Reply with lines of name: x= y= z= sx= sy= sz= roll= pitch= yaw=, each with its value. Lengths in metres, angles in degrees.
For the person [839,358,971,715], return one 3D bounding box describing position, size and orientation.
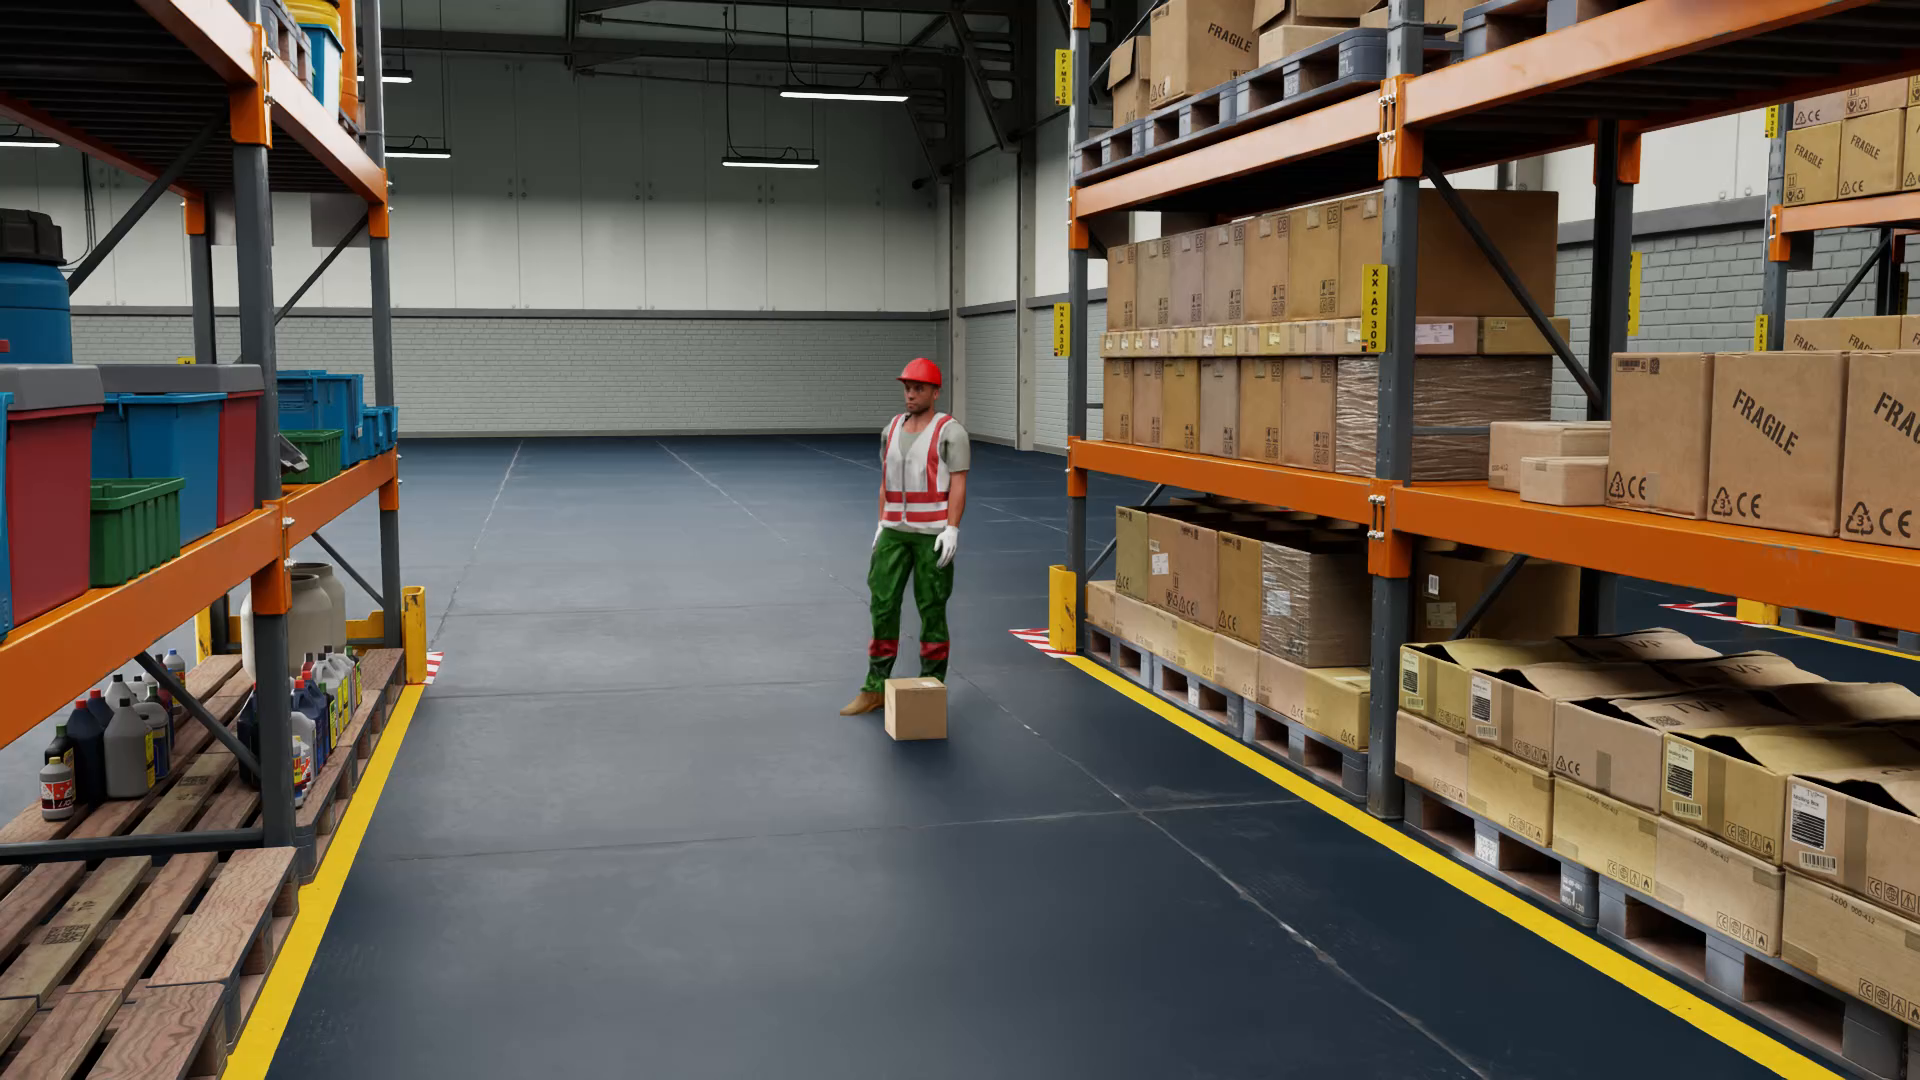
person: x=-0.267 y=-0.009 z=8.411 sx=0.558 sy=1.815 sz=0.522 roll=3 pitch=7 yaw=29
